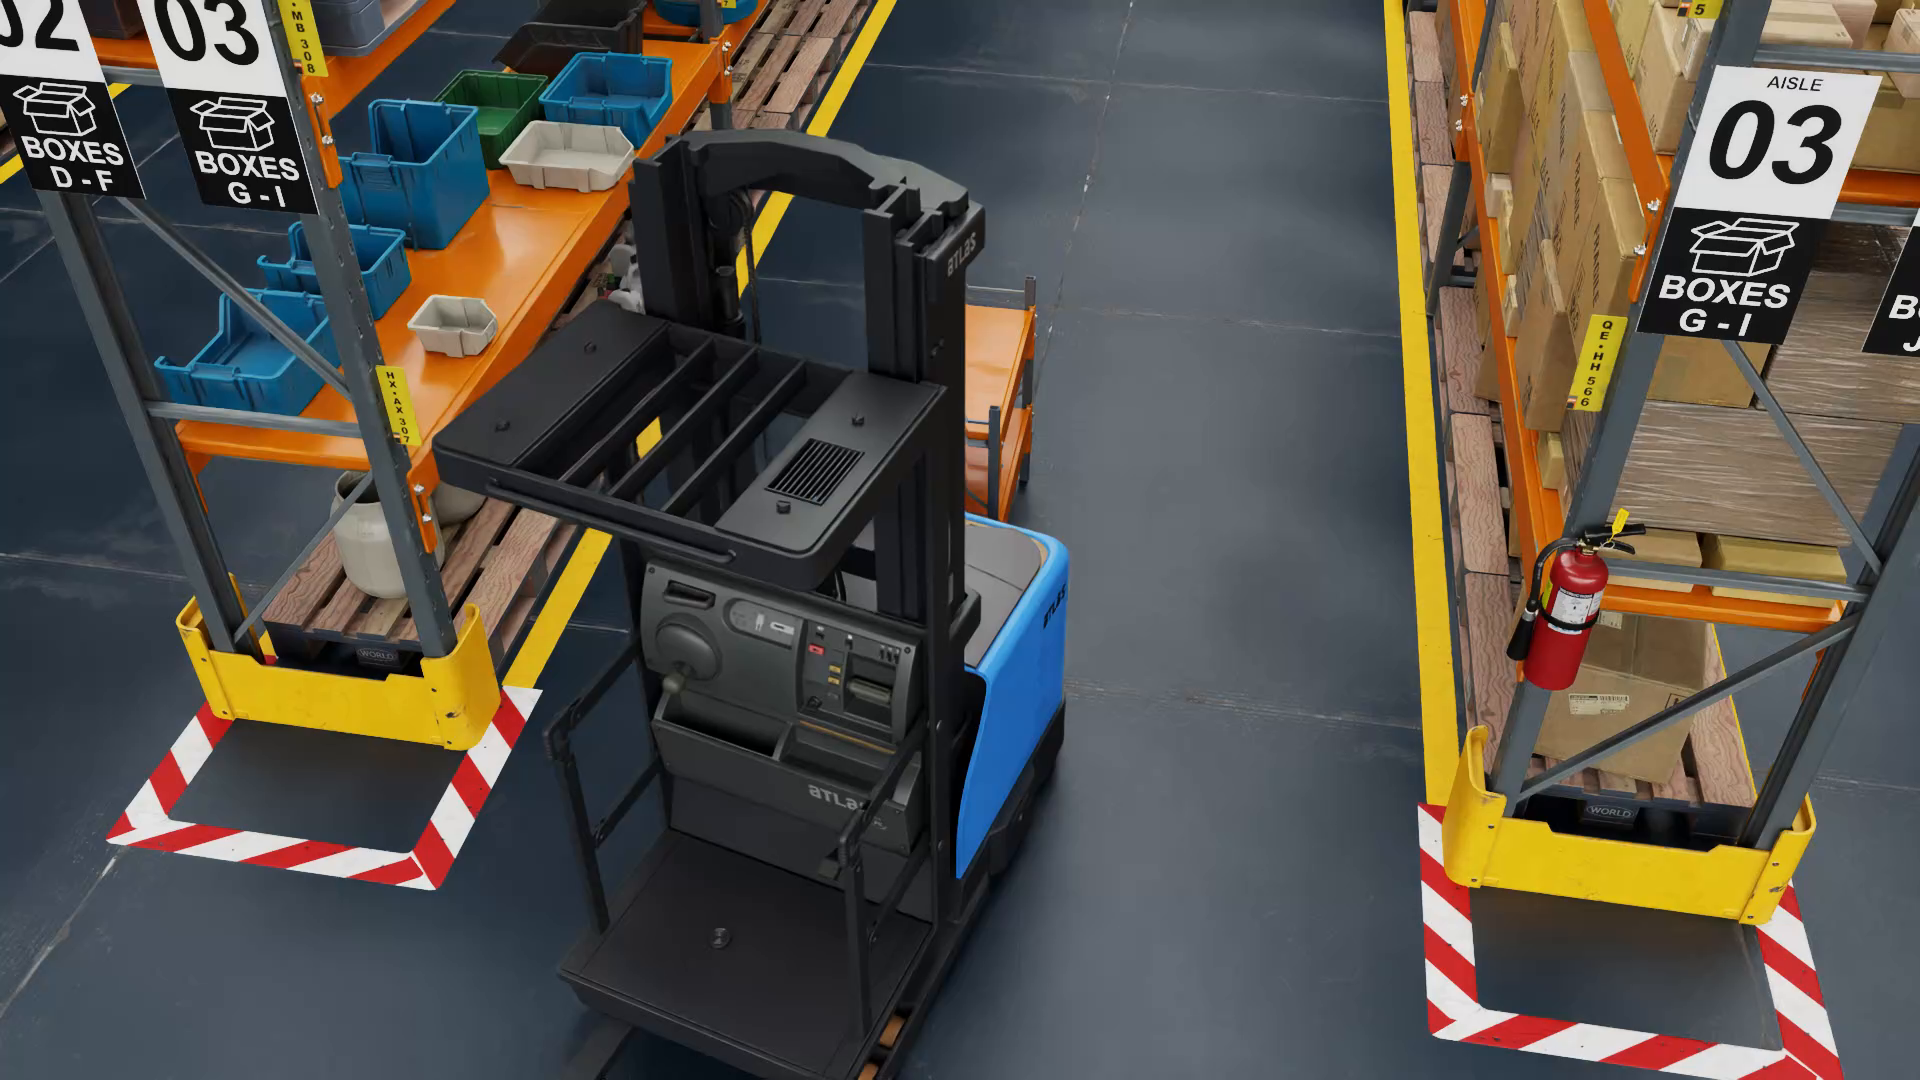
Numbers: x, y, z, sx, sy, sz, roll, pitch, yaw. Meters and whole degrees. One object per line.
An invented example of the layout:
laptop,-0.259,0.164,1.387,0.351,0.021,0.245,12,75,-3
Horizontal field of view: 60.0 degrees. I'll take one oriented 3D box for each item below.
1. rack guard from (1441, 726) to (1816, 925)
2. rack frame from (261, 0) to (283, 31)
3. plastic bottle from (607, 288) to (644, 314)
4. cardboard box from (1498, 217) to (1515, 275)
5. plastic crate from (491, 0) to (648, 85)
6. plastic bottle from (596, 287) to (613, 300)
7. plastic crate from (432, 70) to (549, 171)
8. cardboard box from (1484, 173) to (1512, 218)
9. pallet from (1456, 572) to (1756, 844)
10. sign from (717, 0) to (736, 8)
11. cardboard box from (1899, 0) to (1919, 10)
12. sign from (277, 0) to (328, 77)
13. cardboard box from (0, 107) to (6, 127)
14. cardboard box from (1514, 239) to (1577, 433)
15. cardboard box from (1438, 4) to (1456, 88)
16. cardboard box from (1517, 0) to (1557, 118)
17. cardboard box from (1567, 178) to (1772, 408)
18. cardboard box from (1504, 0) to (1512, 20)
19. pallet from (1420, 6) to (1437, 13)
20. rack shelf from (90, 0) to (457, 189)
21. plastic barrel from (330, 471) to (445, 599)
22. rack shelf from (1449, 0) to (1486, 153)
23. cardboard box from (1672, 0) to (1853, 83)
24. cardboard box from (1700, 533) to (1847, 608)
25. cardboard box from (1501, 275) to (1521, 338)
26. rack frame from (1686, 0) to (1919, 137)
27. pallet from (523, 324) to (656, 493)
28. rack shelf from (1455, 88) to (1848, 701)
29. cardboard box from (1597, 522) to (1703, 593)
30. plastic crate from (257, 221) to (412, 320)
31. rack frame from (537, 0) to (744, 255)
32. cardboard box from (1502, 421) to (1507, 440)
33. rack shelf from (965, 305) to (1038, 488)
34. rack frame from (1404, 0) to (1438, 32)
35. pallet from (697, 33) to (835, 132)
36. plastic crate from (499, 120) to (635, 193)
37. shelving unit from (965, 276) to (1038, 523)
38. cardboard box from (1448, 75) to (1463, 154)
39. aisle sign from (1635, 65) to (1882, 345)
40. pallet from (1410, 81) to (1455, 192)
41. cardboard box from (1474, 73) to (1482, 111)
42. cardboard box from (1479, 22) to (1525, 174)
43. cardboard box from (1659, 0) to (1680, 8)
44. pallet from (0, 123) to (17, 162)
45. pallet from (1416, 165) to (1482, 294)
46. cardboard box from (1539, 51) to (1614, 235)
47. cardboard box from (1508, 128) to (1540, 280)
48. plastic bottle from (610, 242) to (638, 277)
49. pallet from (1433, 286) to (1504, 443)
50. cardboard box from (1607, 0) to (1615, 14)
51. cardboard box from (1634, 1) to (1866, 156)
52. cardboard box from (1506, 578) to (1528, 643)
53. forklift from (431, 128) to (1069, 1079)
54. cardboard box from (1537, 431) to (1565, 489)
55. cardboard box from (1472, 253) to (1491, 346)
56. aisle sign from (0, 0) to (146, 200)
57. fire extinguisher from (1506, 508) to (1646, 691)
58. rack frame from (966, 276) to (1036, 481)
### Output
rack guard,2.416,1.044,6.096,1.175,0.500,0.348,6,40,8
rack frame,-2.476,-2.730,3.990,1.000,3.000,0.127,6,40,8
plastic bottle,-1.732,-1.188,8.625,0.152,0.276,0.135,7,40,8
cardboard box,2.515,-1.241,7.094,0.380,0.149,0.250,6,40,8
plastic crate,-1.999,-2.590,8.578,0.767,0.338,0.504,6,40,8
plastic bottle,-1.837,-1.202,8.636,0.061,0.283,0.133,6,40,8
plastic crate,-2.296,-2.026,8.013,0.450,0.188,0.662,6,40,8
cardboard box,2.572,-1.558,7.478,0.380,0.149,0.250,6,40,8
pallet,2.591,0.649,6.800,1.003,0.211,1.213,6,40,8
sign,-1.243,-2.968,8.768,0.100,0.325,0.005,6,40,8
cardboard box,2.818,-1.423,4.568,0.380,0.149,0.250,7,40,9
sign,-1.934,-1.514,4.867,0.100,0.325,0.005,6,40,8
cardboard box,-6.348,-2.805,10.617,0.500,0.250,0.500,5,40,7
cardboard box,2.493,-0.695,5.924,0.875,0.500,0.500,6,40,8
cardboard box,3.607,-3.327,11.036,0.700,0.500,0.500,3,40,4
cardboard box,2.595,-2.039,6.766,0.500,0.500,0.500,6,40,8
cardboard box,2.254,-0.783,5.247,0.500,0.500,0.500,6,40,8
cardboard box,2.767,-2.667,7.525,0.500,0.500,0.500,6,40,8
pallet,3.998,-4.305,12.791,1.003,0.211,1.213,6,40,8
rack shelf,-2.129,-2.552,6.693,1.077,0.370,4.000,6,40,8
plastic barrel,-2.437,-0.043,7.071,0.421,0.512,0.421,0,40,0
rack shelf,3.441,-3.360,10.025,1.077,0.370,4.000,6,40,8
cardboard box,2.143,-1.333,4.459,0.380,0.149,0.250,6,40,8
cardboard box,2.687,0.072,5.506,0.380,0.149,0.250,6,40,8
cardboard box,2.405,-0.930,6.718,0.380,0.149,0.250,6,40,8
rack frame,2.403,-2.184,3.330,1.000,3.000,0.127,6,40,8
pallet,-2.149,-0.669,8.394,1.003,0.211,1.213,6,40,8
rack shelf,2.749,-0.850,6.989,1.077,0.370,4.000,6,40,8
cardboard box,2.249,0.023,5.565,0.380,0.149,0.250,6,40,8
plastic crate,-2.566,-1.115,6.861,0.499,0.251,0.408,6,40,8
rack frame,-1.783,-2.929,8.938,1.000,3.000,0.127,6,40,8
cardboard box,2.865,-0.576,7.725,0.500,0.500,0.500,3,40,4
rack shelf,0.001,-0.663,7.210,0.538,0.278,1.000,6,40,8
rack frame,3.787,-4.893,11.314,1.000,3.000,0.127,6,40,8
pallet,-1.477,-3.119,11.357,1.003,0.211,1.213,6,40,8
plastic crate,-1.815,-1.780,7.756,0.530,0.136,0.437,6,40,8
shelving unit,0.001,-0.438,7.397,0.538,1.125,1.048,6,40,8
cardboard box,3.420,-2.620,10.181,0.700,0.500,0.500,3,40,4
aisle sign,2.097,-0.868,4.406,0.394,0.787,0.004,6,40,8
pallet,3.437,-2.564,10.686,1.003,0.211,1.213,6,40,8
cardboard box,2.761,-2.184,8.235,0.380,0.149,0.250,6,40,8
cardboard box,2.835,-1.950,7.443,0.875,0.500,0.500,6,40,8
cardboard box,2.243,-1.667,4.863,0.380,0.149,0.250,5,40,6
pallet,-6.572,-2.869,11.055,1.003,0.211,1.213,6,40,8
pallet,3.228,-1.797,9.757,1.003,0.211,1.213,6,40,8
cardboard box,2.424,-1.411,6.006,0.500,0.500,0.500,6,40,8
cardboard box,2.720,-1.316,6.676,0.875,0.500,0.500,6,40,8
plastic bottle,-1.794,-1.493,8.994,0.152,0.276,0.135,6,40,8
pallet,3.013,-0.882,8.652,1.003,0.211,1.213,6,40,8
cardboard box,2.416,-1.935,5.500,0.500,0.250,0.500,7,40,9
cardboard box,2.236,-1.301,4.733,0.500,0.250,0.500,7,40,9
cardboard box,2.597,0.160,6.834,0.500,0.500,0.500,17,42,19
forklift,-0.650,0.429,4.931,1.130,2.935,3.031,16,42,18
cardboard box,2.285,-0.296,5.952,0.380,0.149,0.250,6,40,8
cardboard box,2.986,-1.334,8.642,0.500,0.500,0.500,5,40,6
aisle sign,-2.781,-1.408,5.059,0.394,0.787,0.004,6,40,8
fire extinguisher,1.929,0.179,5.241,0.296,0.674,0.183,6,40,8
rack frame,0.089,-0.757,7.783,0.500,1.125,0.032,6,40,8
